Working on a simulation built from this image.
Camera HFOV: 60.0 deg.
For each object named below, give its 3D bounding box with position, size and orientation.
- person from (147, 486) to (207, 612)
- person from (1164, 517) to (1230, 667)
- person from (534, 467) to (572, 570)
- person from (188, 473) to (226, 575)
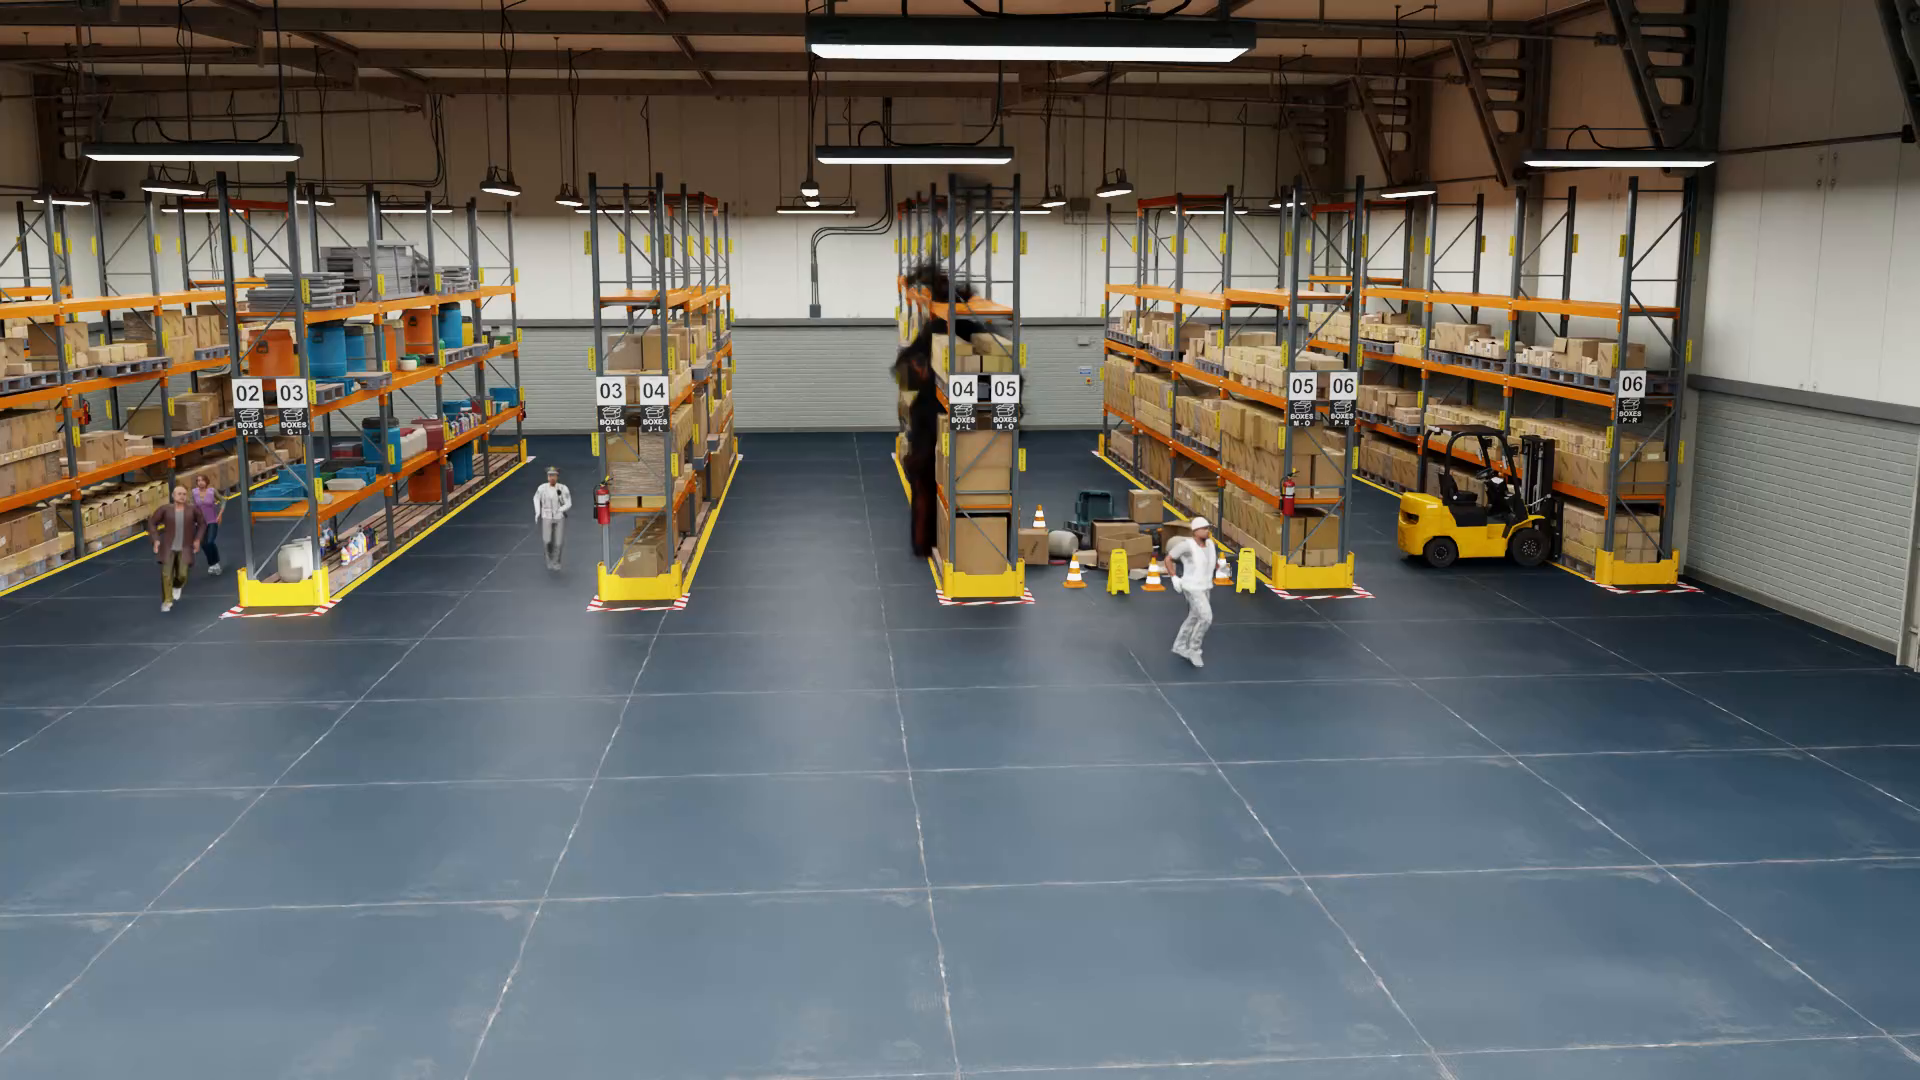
[{"bbox_3d":[-10.932,0.101,23.271,0.758,1.714,0.603,-4,11,-24],"label":"person"},{"bbox_3d":[2.894,0.624,20.136,0.754,1.826,0.665,9,13,41],"label":"person"},{"bbox_3d":[-6.291,-0.325,25.697,0.583,1.647,0.692,-2,10,-11],"label":"person"},{"bbox_3d":[-11.550,-0.236,25.468,0.530,1.575,0.631,-2,10,-9],"label":"person"}]
